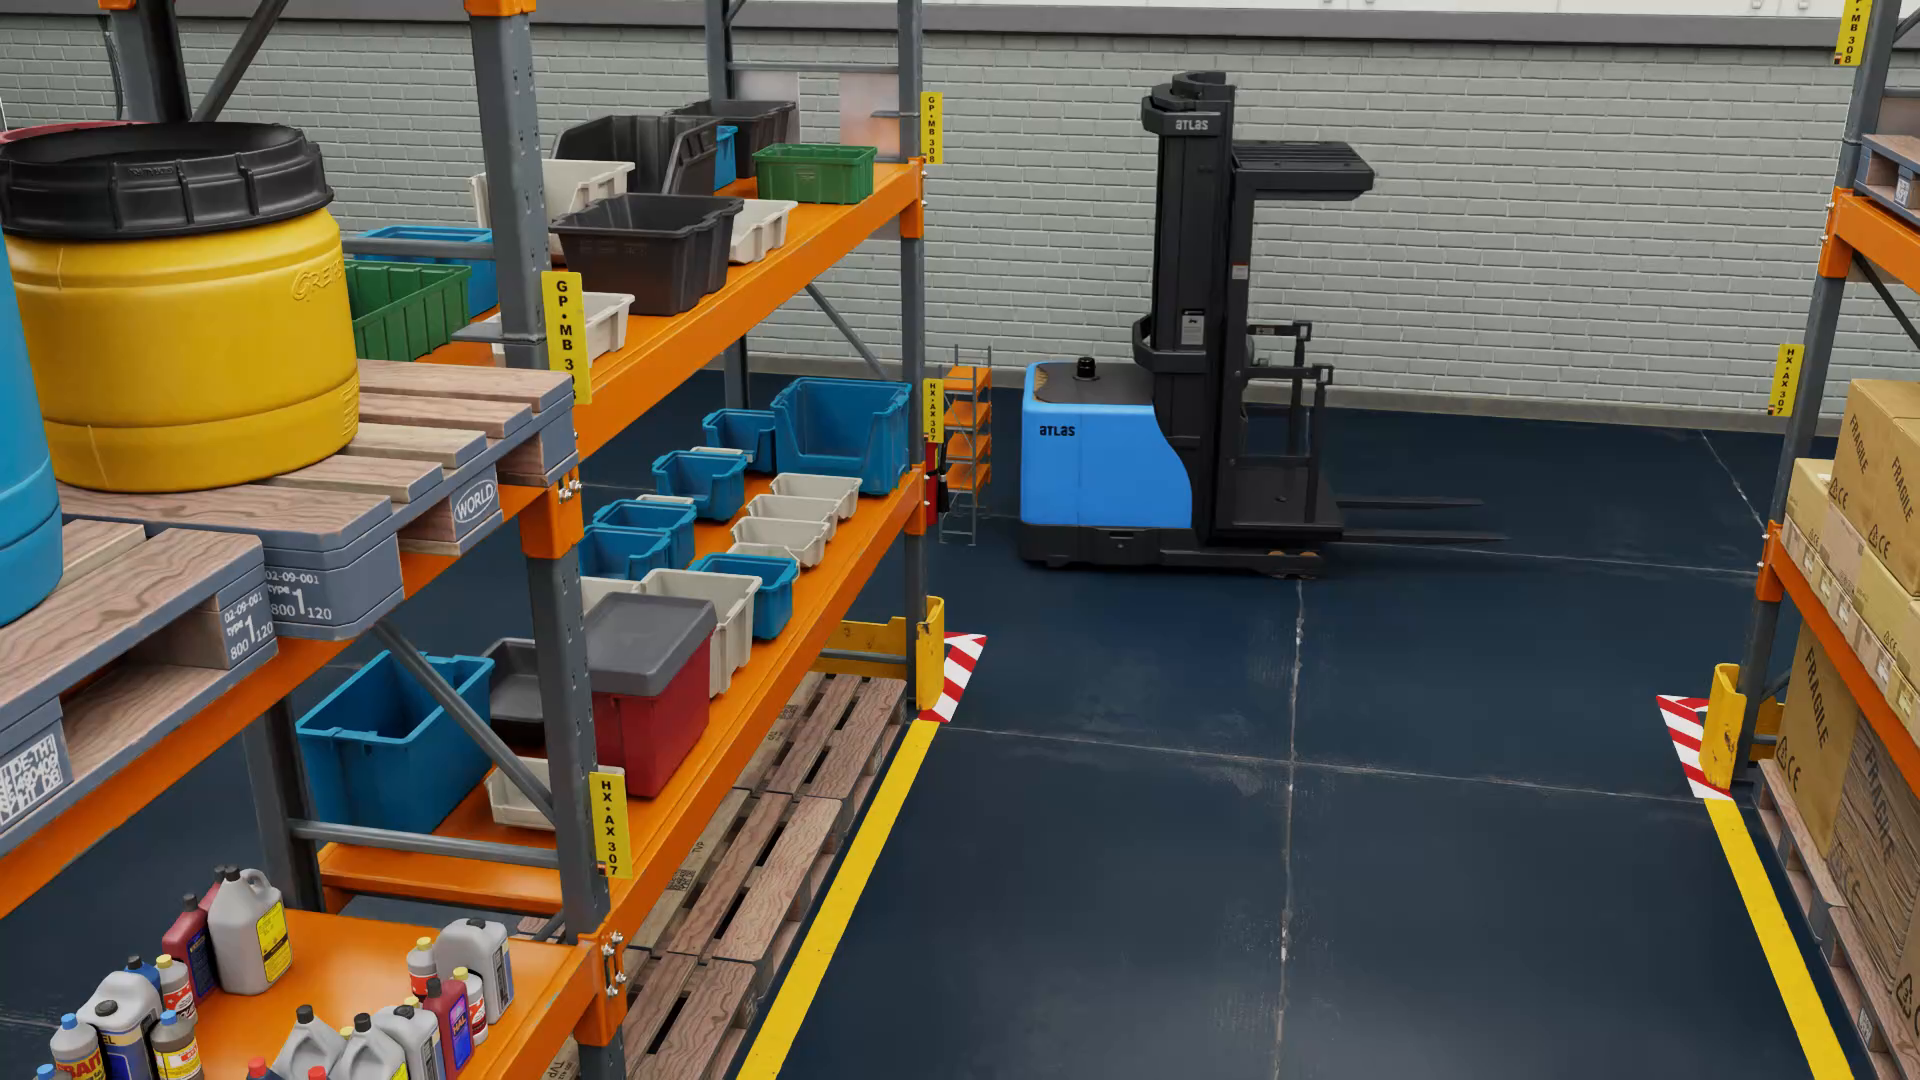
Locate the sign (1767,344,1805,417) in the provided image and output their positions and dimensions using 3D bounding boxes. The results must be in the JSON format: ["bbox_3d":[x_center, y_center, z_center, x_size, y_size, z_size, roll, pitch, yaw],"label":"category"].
[{"bbox_3d":[3.634,-0.702,7.317,0.100,0.325,0.005,4,22,11],"label":"sign"}]

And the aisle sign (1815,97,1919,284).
[{"bbox_3d":[3.897,-1.475,7.020,0.394,0.787,0.004,4,22,11],"label":"aisle sign"}]

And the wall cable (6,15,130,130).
[{"bbox_3d":[-8.868,-4.736,14.724,3.097,2.526,0.112,4,22,11],"label":"wall cable"}]

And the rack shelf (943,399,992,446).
[{"bbox_3d":[0.034,-0.762,10.721,0.258,0.148,0.480,4,22,11],"label":"rack shelf"}]

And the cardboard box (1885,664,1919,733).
[{"bbox_3d":[3.468,0.564,5.773,0.380,0.149,0.250,4,22,10],"label":"cardboard box"}]

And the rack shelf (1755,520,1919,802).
[{"bbox_3d":[3.768,0.846,5.702,1.077,0.370,4.000,4,22,11],"label":"rack shelf"}]

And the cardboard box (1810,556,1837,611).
[{"bbox_3d":[3.678,0.189,6.705,0.380,0.149,0.250,4,22,10],"label":"cardboard box"}]

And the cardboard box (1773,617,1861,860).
[{"bbox_3d":[4.124,0.811,7.106,0.875,0.875,0.875,4,22,11],"label":"cardboard box"}]

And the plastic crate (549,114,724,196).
[{"bbox_3d":[-1.254,-1.422,6.437,0.504,0.338,0.767,4,22,11],"label":"plastic crate"}]

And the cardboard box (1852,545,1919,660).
[{"bbox_3d":[3.608,0.241,6.042,0.500,0.250,0.500,4,22,9],"label":"cardboard box"}]

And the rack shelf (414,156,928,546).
[{"bbox_3d":[-1.081,-0.923,6.079,1.077,0.370,4.000,4,22,11],"label":"rack shelf"}]

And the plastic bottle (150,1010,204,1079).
[{"bbox_3d":[-1.905,1.235,4.039,0.097,0.201,0.097,0,22,0],"label":"plastic bottle"}]

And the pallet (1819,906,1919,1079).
[{"bbox_3d":[3.838,1.817,6.059,1.003,0.211,1.213,4,22,11],"label":"pallet"}]

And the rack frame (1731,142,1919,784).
[{"bbox_3d":[4.176,-0.220,7.383,1.000,3.000,0.127,4,22,11],"label":"rack frame"}]

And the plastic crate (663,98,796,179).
[{"bbox_3d":[-1.024,-1.808,7.488,0.497,0.269,0.590,4,22,11],"label":"plastic crate"}]

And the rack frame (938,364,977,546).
[{"bbox_3d":[-0.016,-0.528,10.558,0.240,1.200,0.015,4,22,11],"label":"rack frame"}]

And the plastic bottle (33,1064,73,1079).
[{"bbox_3d":[-2.102,1.308,3.857,0.097,0.201,0.097,0,22,0],"label":"plastic bottle"}]

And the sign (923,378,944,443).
[{"bbox_3d":[-0.131,-0.637,8.201,0.100,0.325,0.005,4,22,11],"label":"sign"}]

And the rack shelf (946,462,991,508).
[{"bbox_3d":[0.034,-0.371,10.879,0.258,0.148,0.480,4,22,11],"label":"rack shelf"}]

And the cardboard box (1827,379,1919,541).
[{"bbox_3d":[3.712,-0.298,6.377,0.500,0.500,0.500,4,22,10],"label":"cardboard box"}]

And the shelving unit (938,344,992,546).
[{"bbox_3d":[0.034,-0.617,10.780,0.258,1.200,0.503,4,22,11],"label":"shelving unit"}]

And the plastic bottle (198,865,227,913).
[{"bbox_3d":[-1.982,1.022,4.458,0.061,0.283,0.133,4,22,11],"label":"plastic bottle"}]

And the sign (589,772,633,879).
[{"bbox_3d":[-0.951,0.780,4.531,0.100,0.325,0.005,4,22,11],"label":"sign"}]

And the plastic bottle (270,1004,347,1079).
[{"bbox_3d":[-1.497,1.239,3.828,0.144,0.351,0.185,4,22,11],"label":"plastic bottle"}]

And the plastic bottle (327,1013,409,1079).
[{"bbox_3d":[-1.356,1.250,3.801,0.144,0.351,0.185,4,22,11],"label":"plastic bottle"}]

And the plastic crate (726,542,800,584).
[{"bbox_3d":[-0.810,0.128,6.794,0.298,0.136,0.250,4,22,11],"label":"plastic crate"}]

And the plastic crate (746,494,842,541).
[{"bbox_3d":[-0.735,-0.086,7.324,0.396,0.136,0.243,4,22,11],"label":"plastic crate"}]

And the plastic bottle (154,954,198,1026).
[{"bbox_3d":[-2.014,1.152,4.244,0.097,0.201,0.097,0,22,0],"label":"plastic bottle"}]

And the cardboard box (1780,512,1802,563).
[{"bbox_3d":[3.780,0.002,7.170,0.380,0.149,0.250,5,22,12],"label":"cardboard box"}]

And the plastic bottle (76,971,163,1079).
[{"bbox_3d":[-2.031,1.197,4.031,0.152,0.276,0.135,4,22,11],"label":"plastic bottle"}]

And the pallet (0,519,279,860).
[{"bbox_3d":[-1.782,0.271,2.403,1.003,0.211,1.213,4,22,11],"label":"pallet"}]

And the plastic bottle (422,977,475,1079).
[{"bbox_3d":[-1.256,1.177,4.073,0.061,0.283,0.133,4,22,11],"label":"plastic bottle"}]

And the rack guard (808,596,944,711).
[{"bbox_3d":[-0.681,0.553,8.812,1.175,0.500,0.348,4,22,11],"label":"rack guard"}]

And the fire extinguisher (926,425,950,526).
[{"bbox_3d":[-0.197,-0.409,8.456,0.296,0.674,0.183,4,22,11],"label":"fire extinguisher"}]

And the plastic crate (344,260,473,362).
[{"bbox_3d":[-1.699,-0.605,4.610,0.450,0.188,0.662,4,22,11],"label":"plastic crate"}]

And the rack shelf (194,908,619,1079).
[{"bbox_3d":[-1.897,1.931,3.007,1.077,0.370,4.000,4,22,11],"label":"rack shelf"}]

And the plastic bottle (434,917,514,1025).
[{"bbox_3d":[-1.253,1.092,4.293,0.152,0.276,0.135,4,22,11],"label":"plastic bottle"}]

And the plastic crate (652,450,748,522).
[{"bbox_3d":[-1.180,-0.241,7.581,0.416,0.233,0.300,4,22,11],"label":"plastic crate"}]

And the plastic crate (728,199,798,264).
[{"bbox_3d":[-0.852,-1.092,5.886,0.437,0.136,0.530,4,22,11],"label":"plastic crate"}]

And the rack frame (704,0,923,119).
[{"bbox_3d":[-0.673,-3.380,7.200,1.000,3.000,0.127,4,22,11],"label":"rack frame"}]

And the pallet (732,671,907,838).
[{"bbox_3d":[-0.879,0.995,8.100,1.003,0.211,1.213,4,22,11],"label":"pallet"}]

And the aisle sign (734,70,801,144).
[{"bbox_3d":[-0.949,-1.852,7.957,0.394,0.787,0.004,4,22,11],"label":"aisle sign"}]

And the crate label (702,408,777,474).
[{"bbox_3d":[-1.046,-0.482,8.179,0.416,0.233,0.303,4,22,11],"label":"crate label"}]

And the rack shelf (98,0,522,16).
[{"bbox_3d":[-1.897,-0.666,1.961,1.077,0.370,4.000,4,22,11],"label":"rack shelf"}]

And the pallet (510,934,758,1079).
[{"bbox_3d":[-1.377,1.887,5.885,1.003,0.211,1.213,4,22,11],"label":"pallet"}]

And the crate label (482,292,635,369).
[{"bbox_3d":[-1.106,-0.560,4.567,0.293,0.136,0.466,4,22,11],"label":"crate label"}]

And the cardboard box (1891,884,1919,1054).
[{"bbox_3d":[3.756,1.470,5.471,0.875,0.875,0.875,4,22,11],"label":"cardboard box"}]

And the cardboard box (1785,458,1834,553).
[{"bbox_3d":[3.814,-0.133,6.971,0.500,0.250,0.500,4,22,9],"label":"cardboard box"}]

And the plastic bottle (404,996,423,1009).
[{"bbox_3d":[-1.337,1.215,4.087,0.097,0.201,0.097,0,22,0],"label":"plastic bottle"}]

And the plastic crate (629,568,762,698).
[{"bbox_3d":[-0.997,0.349,6.051,0.437,0.282,0.530,4,22,11],"label":"plastic crate"}]

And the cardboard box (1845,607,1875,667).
[{"bbox_3d":[3.573,0.378,6.237,0.380,0.149,0.250,4,22,10],"label":"cardboard box"}]

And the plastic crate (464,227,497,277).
[{"bbox_3d":[-1.602,-0.897,5.404,0.293,0.136,0.466,4,22,11],"label":"plastic crate"}]

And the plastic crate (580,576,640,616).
[{"bbox_3d":[-1.428,0.301,6.365,0.293,0.136,0.466,4,22,11],"label":"plastic crate"}]

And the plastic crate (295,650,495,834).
[{"bbox_3d":[-1.728,0.649,5.169,0.392,0.384,0.575,4,22,11],"label":"plastic crate"}]

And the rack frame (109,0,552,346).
[{"bbox_3d":[-1.489,-1.917,3.568,1.000,3.000,0.127,4,22,11],"label":"rack frame"}]

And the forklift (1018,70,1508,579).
[{"bbox_3d":[1.903,-1.324,10.218,3.031,2.935,1.130,1,22,4],"label":"forklift"}]

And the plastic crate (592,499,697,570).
[{"bbox_3d":[-1.314,-0.001,6.983,0.416,0.233,0.300,4,22,11],"label":"plastic crate"}]

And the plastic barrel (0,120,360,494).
[{"bbox_3d":[-1.477,-0.458,3.147,0.600,0.588,0.600,0,22,0],"label":"plastic barrel"}]
